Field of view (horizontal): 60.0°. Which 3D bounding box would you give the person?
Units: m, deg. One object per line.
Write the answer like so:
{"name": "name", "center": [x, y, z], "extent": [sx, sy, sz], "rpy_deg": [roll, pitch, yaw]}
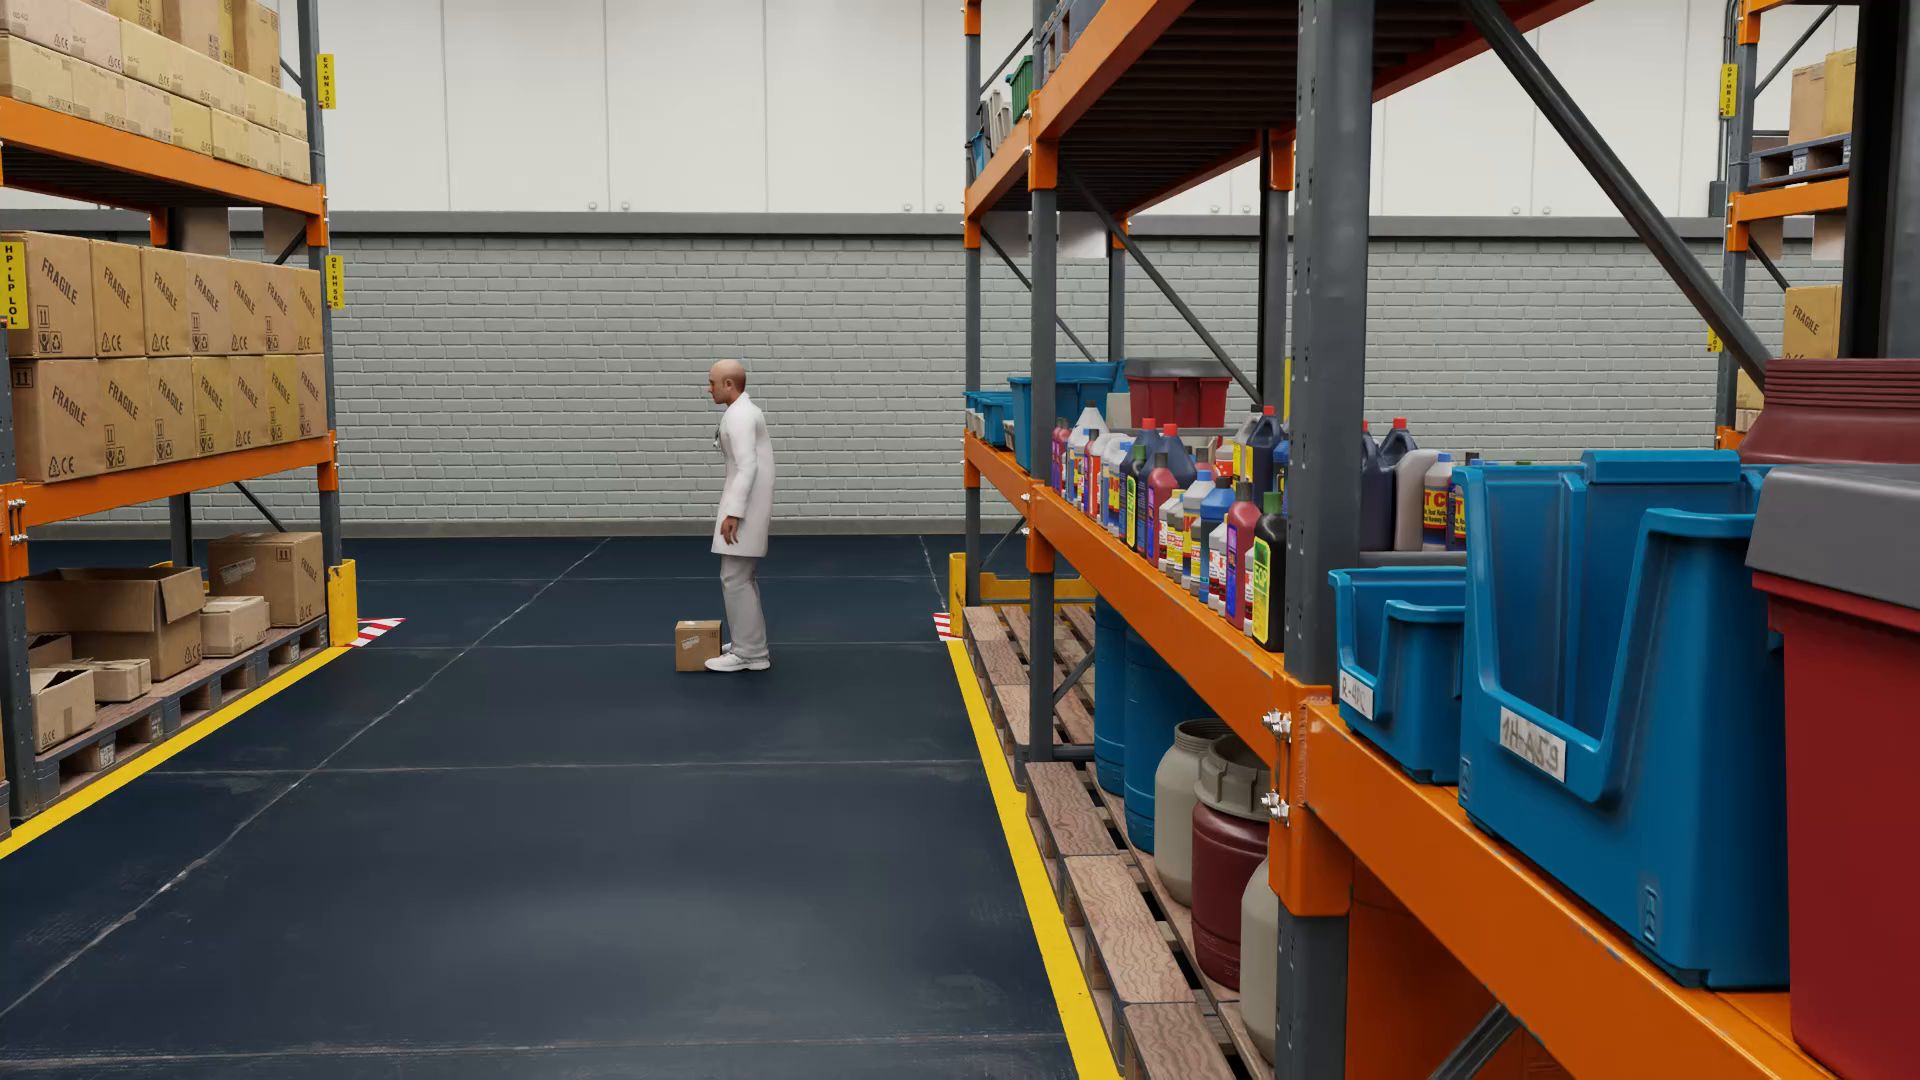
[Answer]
{"name": "person", "center": [-1.267, -0.148, 9.563], "extent": [0.419, 1.774, 0.644], "rpy_deg": [0, 7, -4]}
